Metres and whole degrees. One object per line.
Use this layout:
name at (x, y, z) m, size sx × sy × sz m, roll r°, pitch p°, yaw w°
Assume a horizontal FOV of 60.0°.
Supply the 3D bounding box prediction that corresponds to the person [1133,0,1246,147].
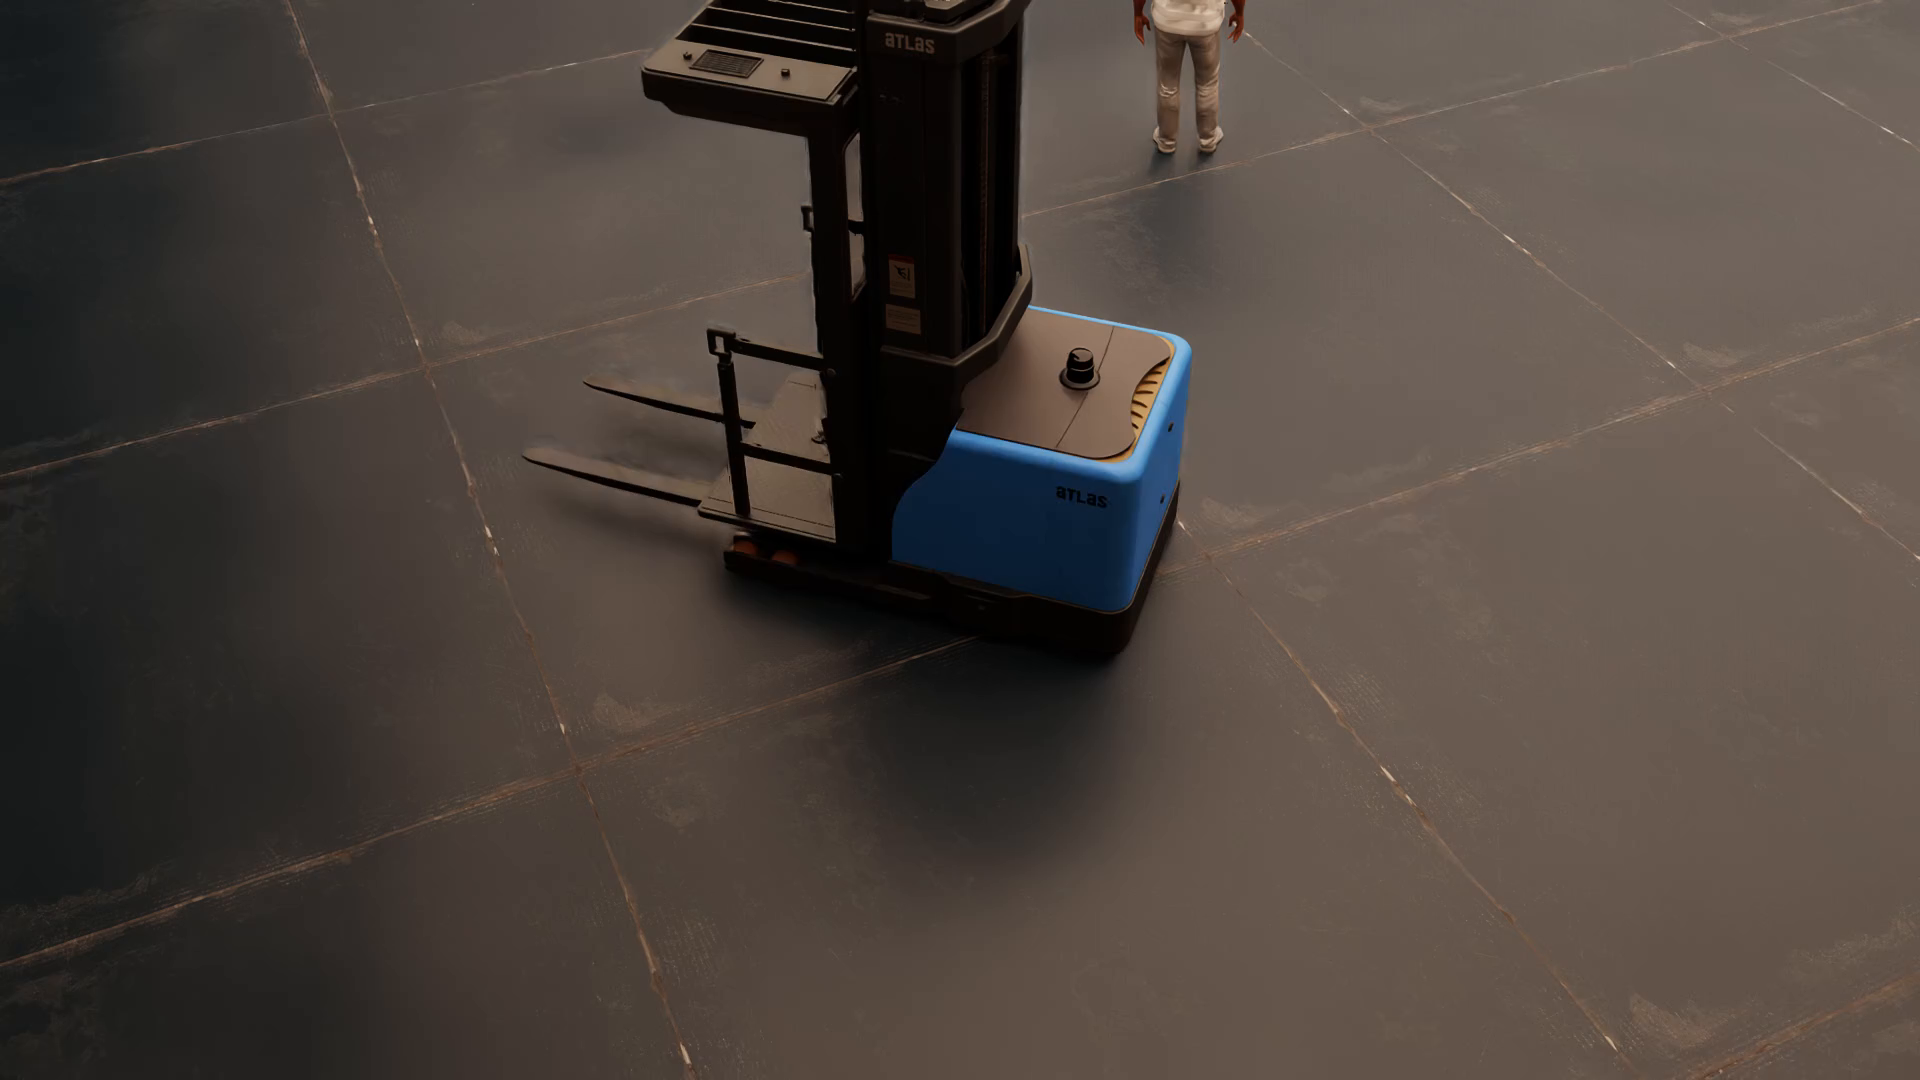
person at (1.345, -3.085, 9.793) m, size 0.663 × 1.712 × 0.377 m, roll 6°, pitch 43°, yaw 7°

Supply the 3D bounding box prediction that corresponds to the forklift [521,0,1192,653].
forklift at (-0.557, -1.188, 6.953) m, size 3.031 × 2.935 × 1.130 m, roll 13°, pitch 45°, yaw 14°
